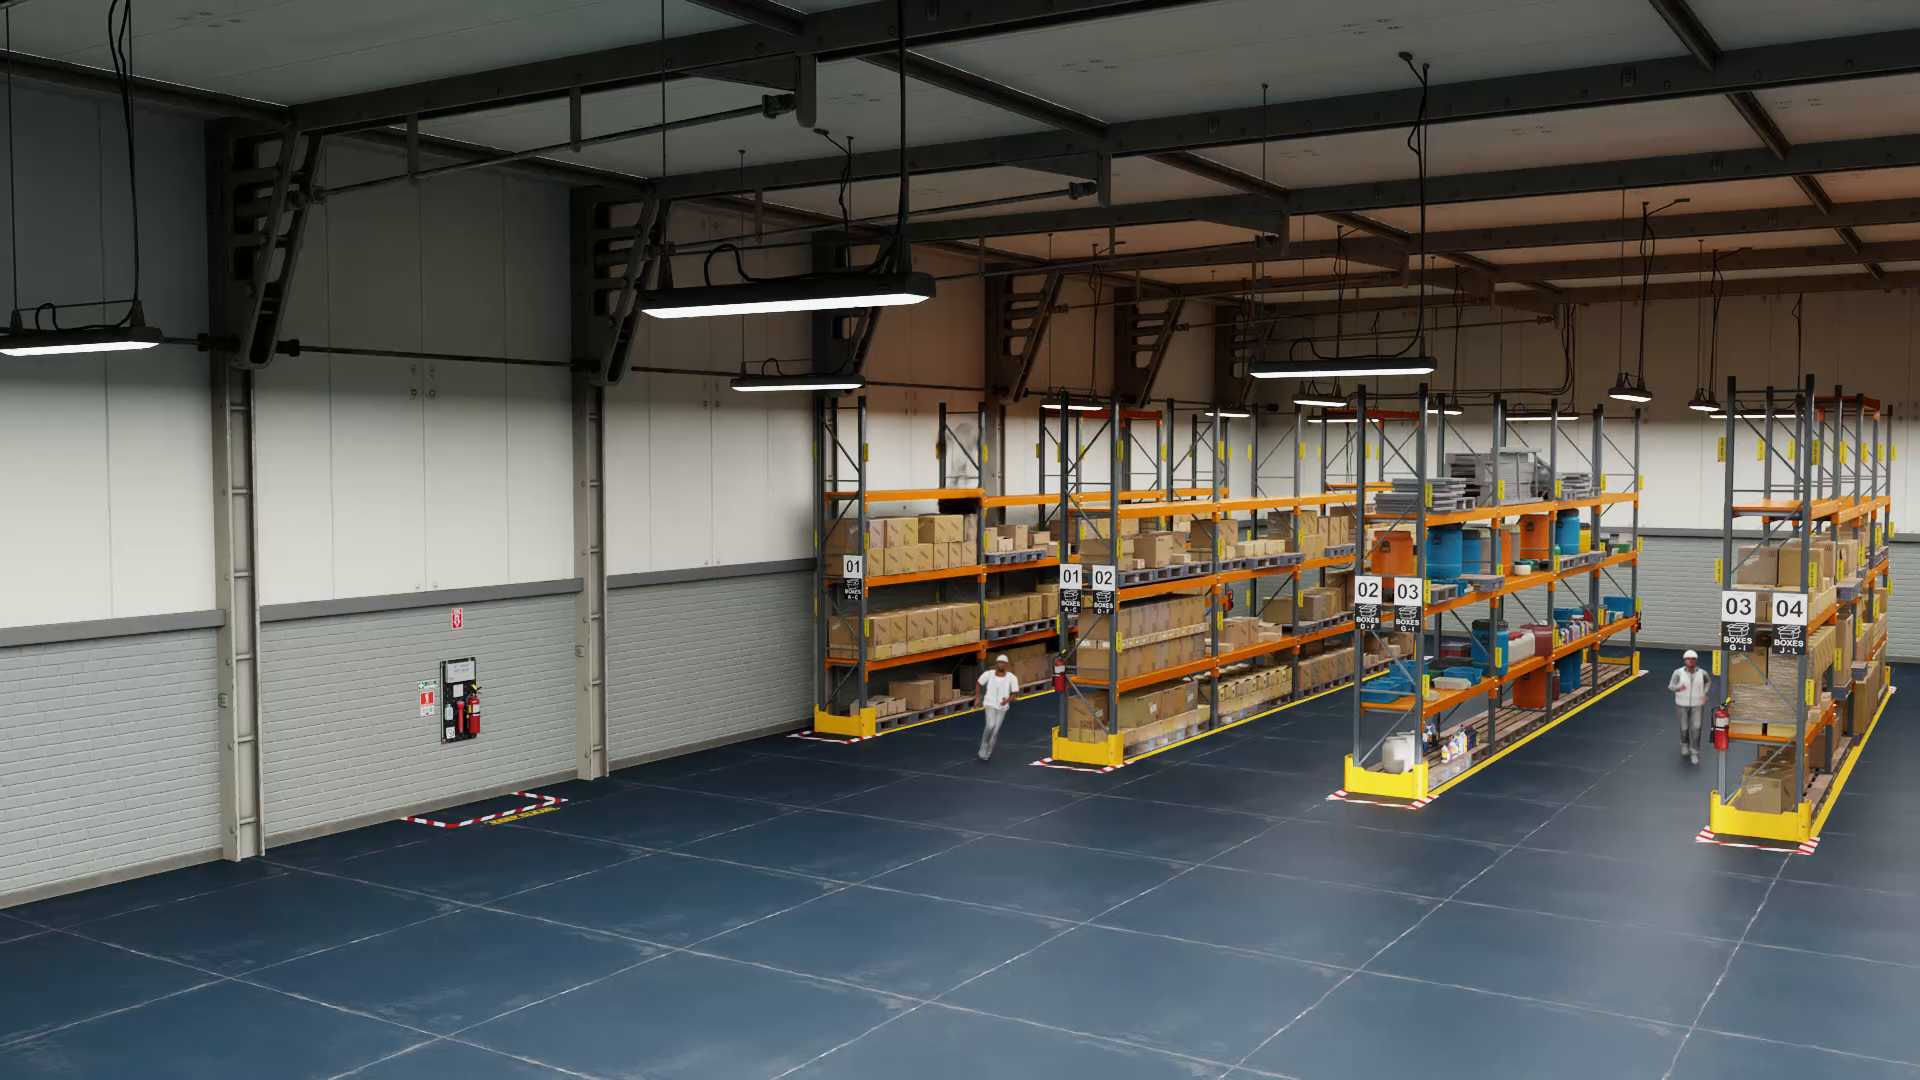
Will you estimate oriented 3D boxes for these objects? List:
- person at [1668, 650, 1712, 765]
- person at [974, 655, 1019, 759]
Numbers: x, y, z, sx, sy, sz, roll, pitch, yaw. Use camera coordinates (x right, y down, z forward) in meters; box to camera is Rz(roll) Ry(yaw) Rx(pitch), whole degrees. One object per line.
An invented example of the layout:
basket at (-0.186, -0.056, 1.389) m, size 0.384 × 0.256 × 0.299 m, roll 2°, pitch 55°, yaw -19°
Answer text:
person at (11.822, 2.679, 26.934) m, size 0.653 × 1.793 × 0.902 m, roll 1°, pitch 3°, yaw 22°
person at (0.598, 2.714, 26.999) m, size 0.723 × 1.697 × 0.653 m, roll 0°, pitch 3°, yaw -3°
